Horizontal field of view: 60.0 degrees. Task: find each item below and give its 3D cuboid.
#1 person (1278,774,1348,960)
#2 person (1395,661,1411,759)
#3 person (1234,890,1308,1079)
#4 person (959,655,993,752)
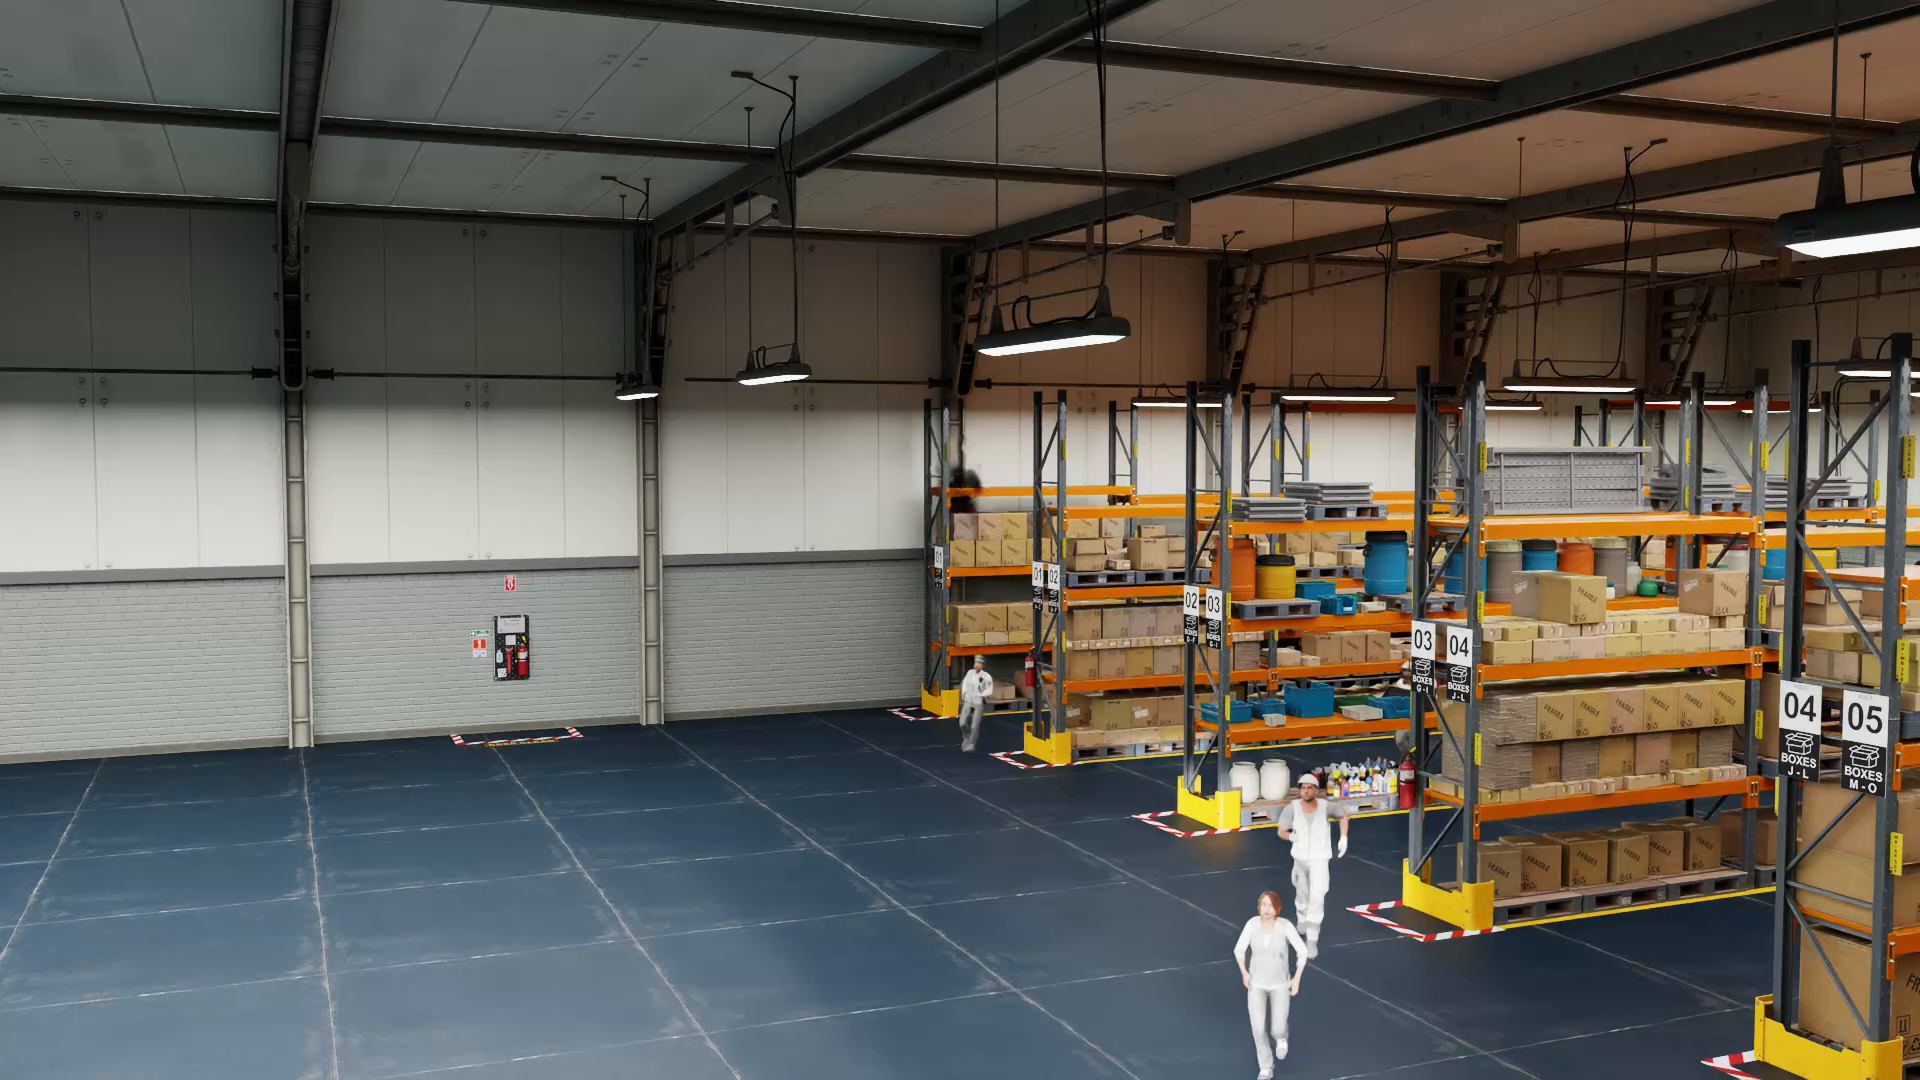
[{"bbox_3d":[3.587,3.275,16.933,0.674,1.833,0.924,1,4,20],"label":"person"},{"bbox_3d":[6.914,2.766,25.887,0.626,1.750,0.680,-2,4,-26],"label":"person"},{"bbox_3d":[2.510,3.591,13.460,0.589,1.550,0.575,1,4,18],"label":"person"},{"bbox_3d":[0.277,2.714,27.588,0.603,1.657,0.556,1,4,22],"label":"person"}]
